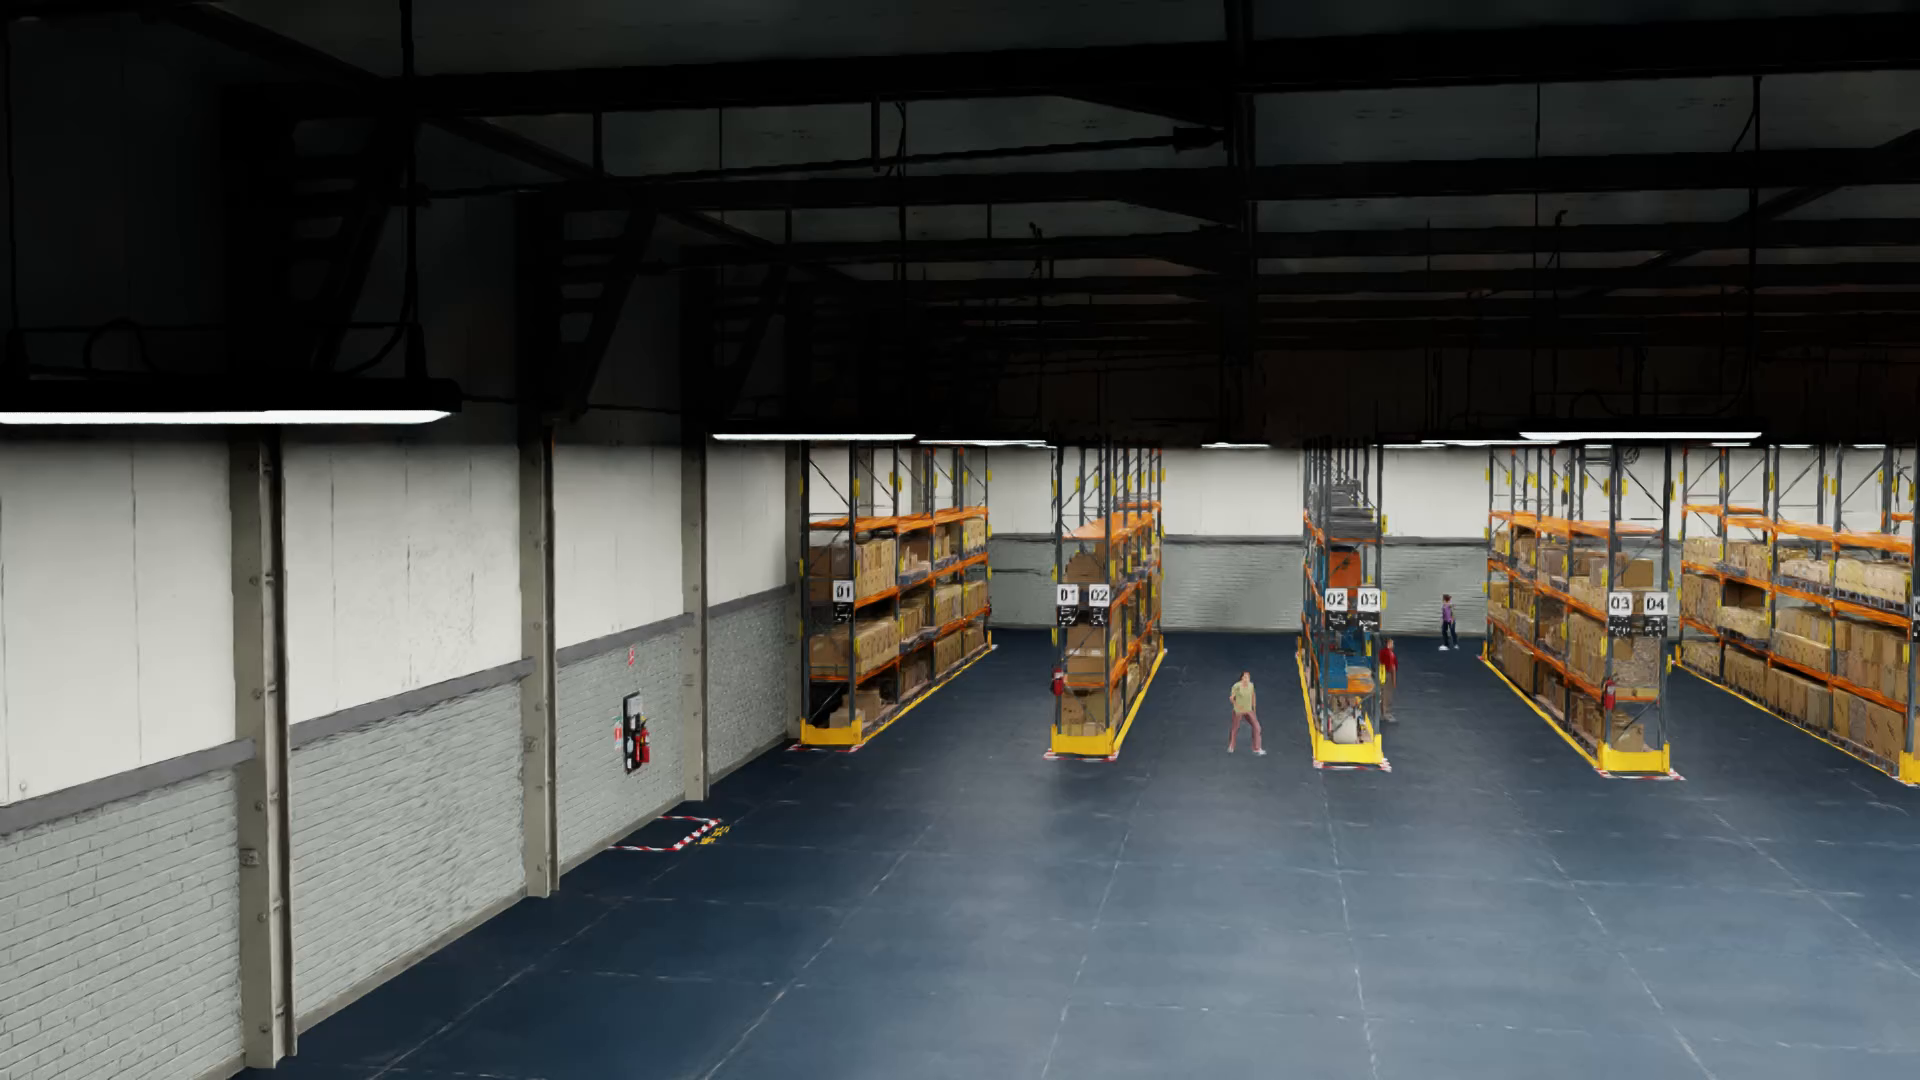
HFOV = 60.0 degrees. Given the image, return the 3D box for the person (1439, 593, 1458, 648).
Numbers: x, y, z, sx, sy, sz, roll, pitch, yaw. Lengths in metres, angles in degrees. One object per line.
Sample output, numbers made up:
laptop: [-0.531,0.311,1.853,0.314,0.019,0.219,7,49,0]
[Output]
person: [14.157,2.338,48.077,0.517,1.589,0.470,-1,3,-23]

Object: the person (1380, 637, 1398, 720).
person: [9.130,2.931,35.354,0.476,1.738,0.626,-1,3,-14]

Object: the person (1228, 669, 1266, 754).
person: [5.351,3.216,31.312,0.621,1.610,0.789,-1,3,-10]
